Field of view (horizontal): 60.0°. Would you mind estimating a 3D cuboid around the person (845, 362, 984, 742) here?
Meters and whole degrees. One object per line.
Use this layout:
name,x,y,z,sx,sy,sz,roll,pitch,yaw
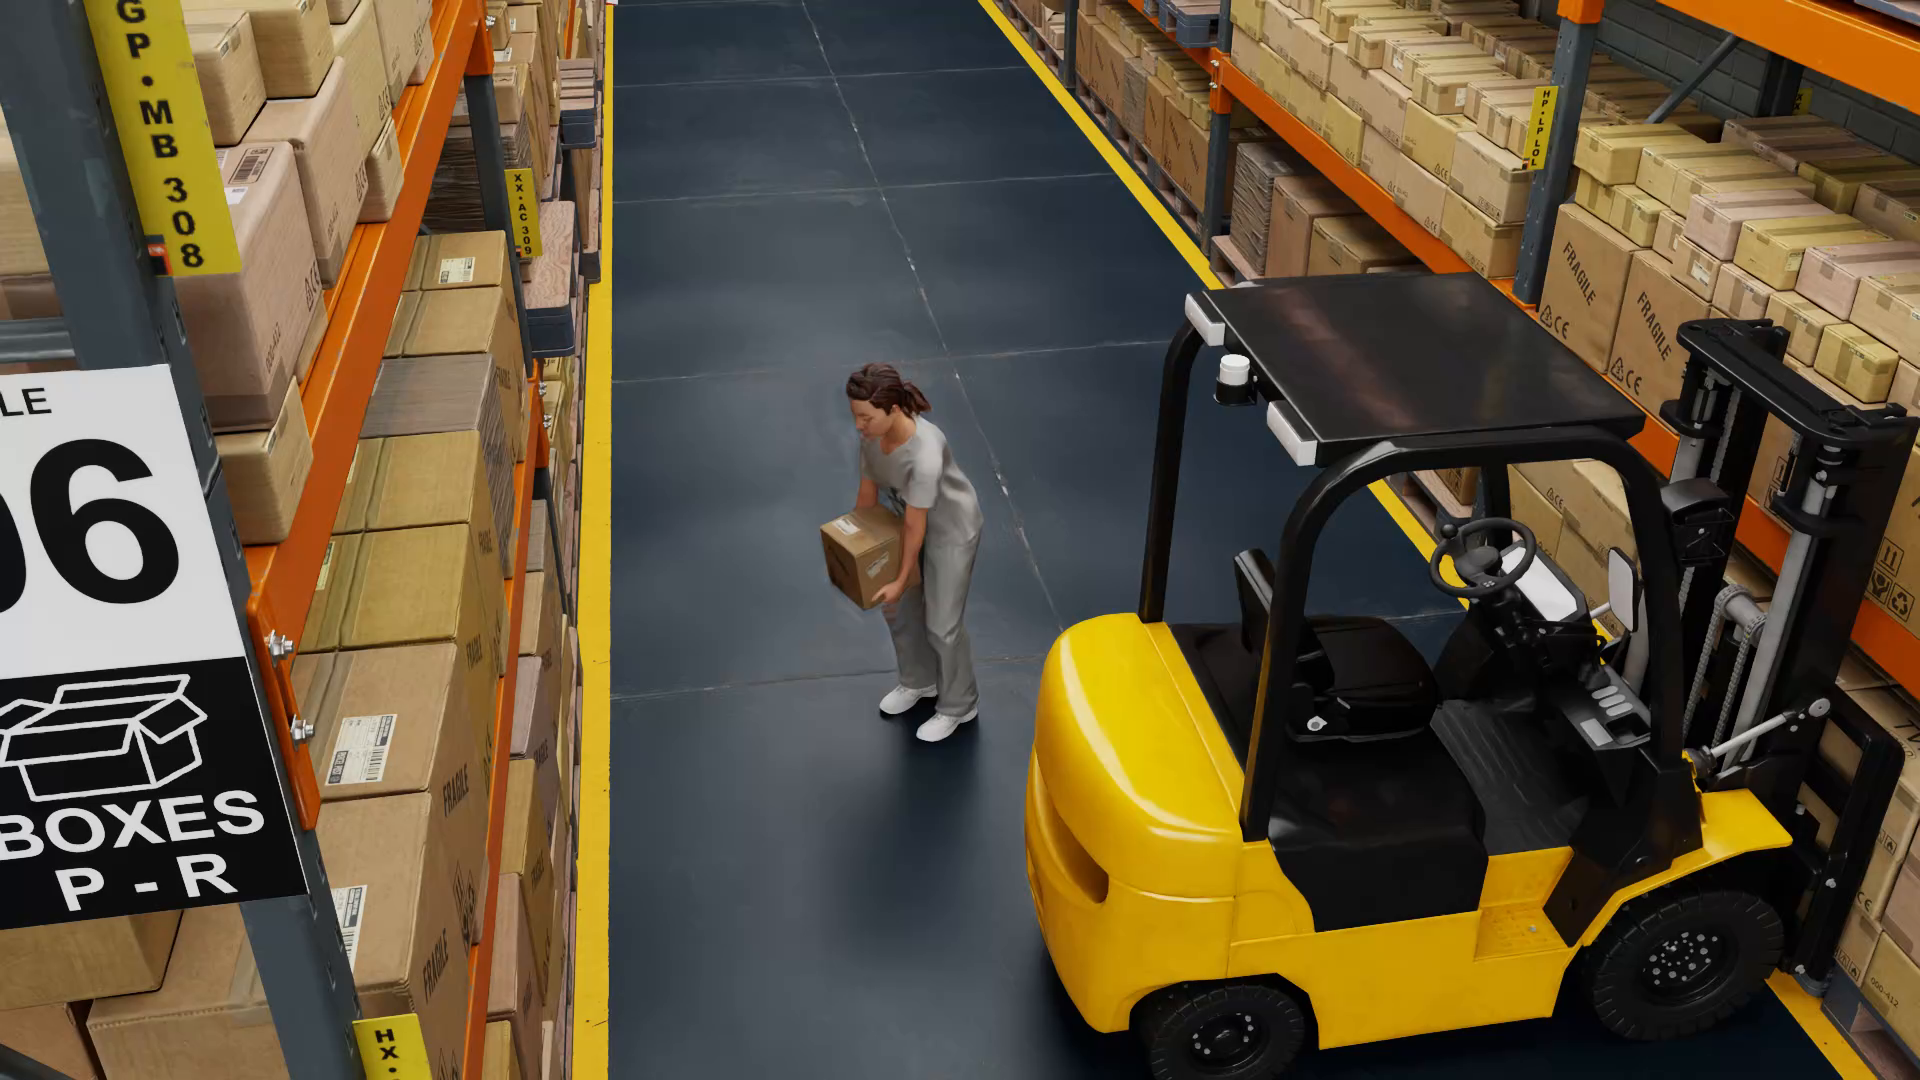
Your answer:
person,-0.177,0.035,6.156,0.551,1.599,0.408,-24,38,-34
